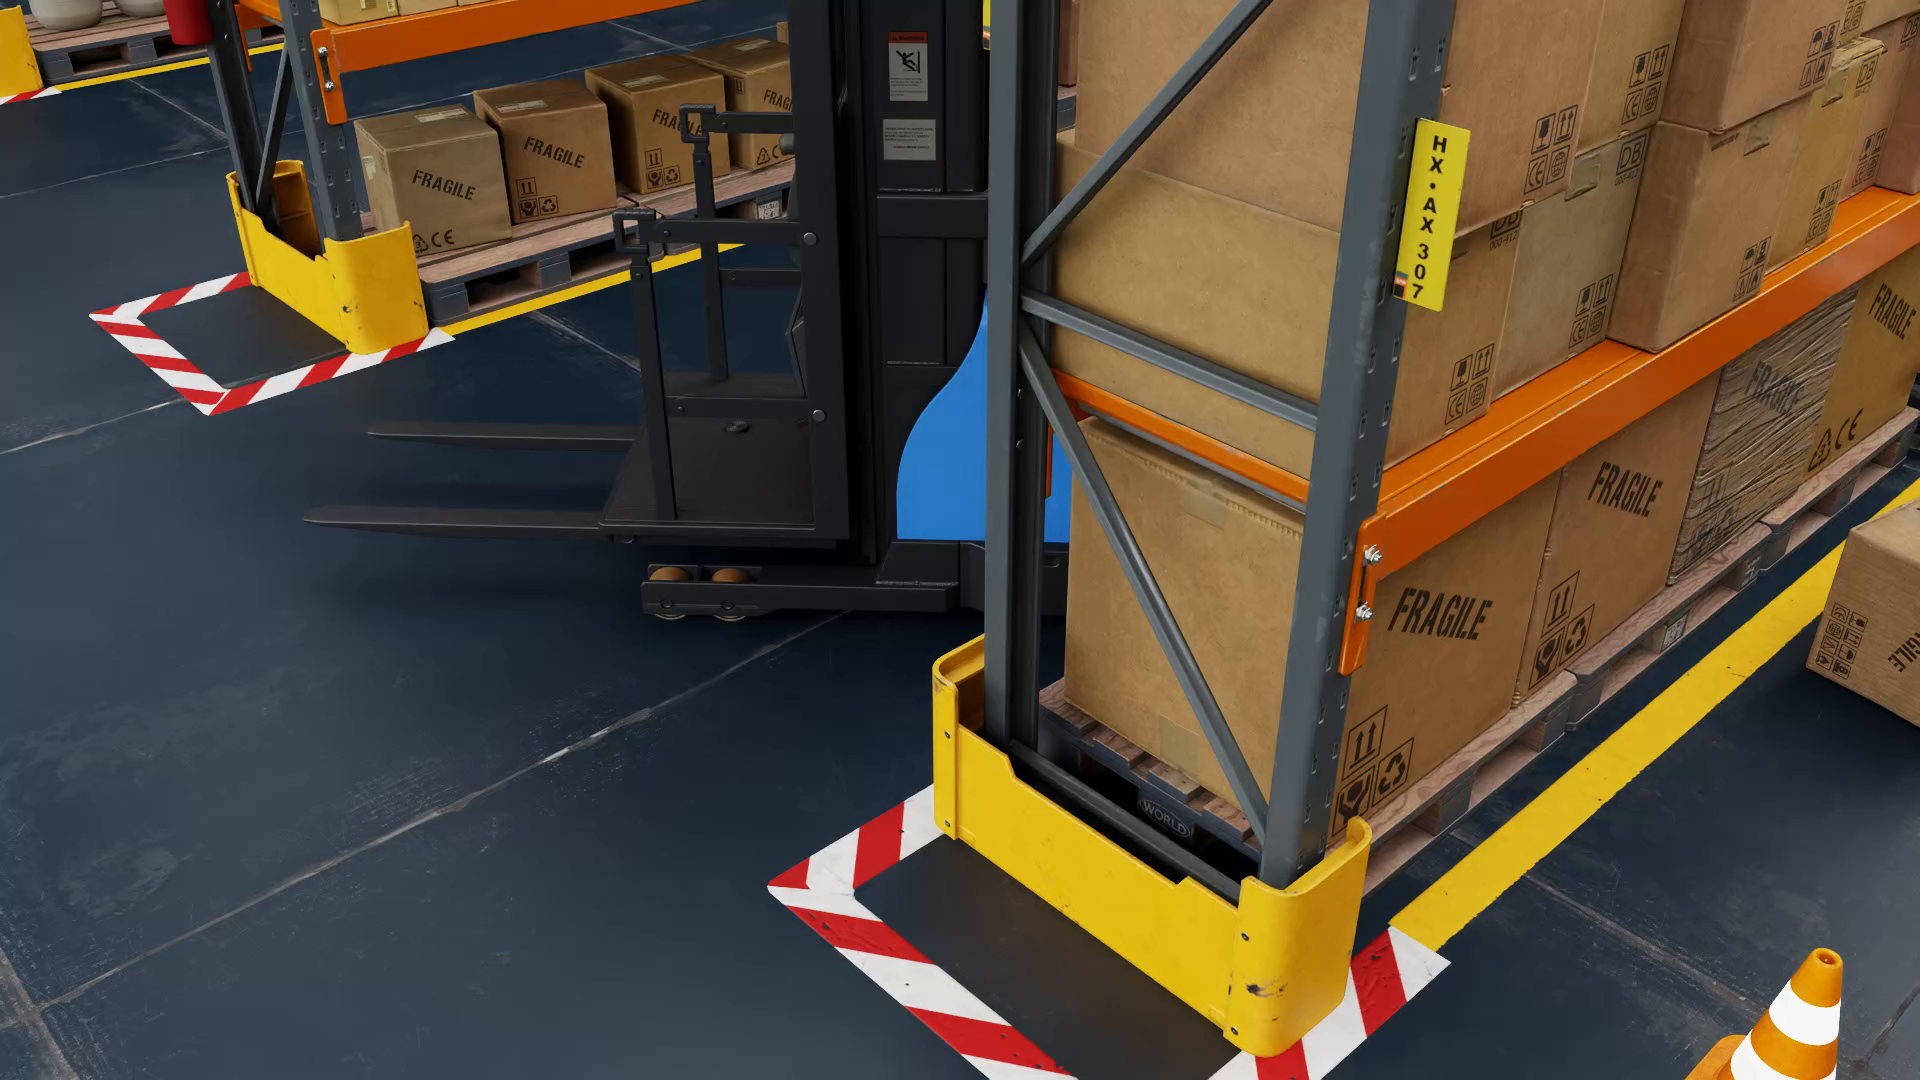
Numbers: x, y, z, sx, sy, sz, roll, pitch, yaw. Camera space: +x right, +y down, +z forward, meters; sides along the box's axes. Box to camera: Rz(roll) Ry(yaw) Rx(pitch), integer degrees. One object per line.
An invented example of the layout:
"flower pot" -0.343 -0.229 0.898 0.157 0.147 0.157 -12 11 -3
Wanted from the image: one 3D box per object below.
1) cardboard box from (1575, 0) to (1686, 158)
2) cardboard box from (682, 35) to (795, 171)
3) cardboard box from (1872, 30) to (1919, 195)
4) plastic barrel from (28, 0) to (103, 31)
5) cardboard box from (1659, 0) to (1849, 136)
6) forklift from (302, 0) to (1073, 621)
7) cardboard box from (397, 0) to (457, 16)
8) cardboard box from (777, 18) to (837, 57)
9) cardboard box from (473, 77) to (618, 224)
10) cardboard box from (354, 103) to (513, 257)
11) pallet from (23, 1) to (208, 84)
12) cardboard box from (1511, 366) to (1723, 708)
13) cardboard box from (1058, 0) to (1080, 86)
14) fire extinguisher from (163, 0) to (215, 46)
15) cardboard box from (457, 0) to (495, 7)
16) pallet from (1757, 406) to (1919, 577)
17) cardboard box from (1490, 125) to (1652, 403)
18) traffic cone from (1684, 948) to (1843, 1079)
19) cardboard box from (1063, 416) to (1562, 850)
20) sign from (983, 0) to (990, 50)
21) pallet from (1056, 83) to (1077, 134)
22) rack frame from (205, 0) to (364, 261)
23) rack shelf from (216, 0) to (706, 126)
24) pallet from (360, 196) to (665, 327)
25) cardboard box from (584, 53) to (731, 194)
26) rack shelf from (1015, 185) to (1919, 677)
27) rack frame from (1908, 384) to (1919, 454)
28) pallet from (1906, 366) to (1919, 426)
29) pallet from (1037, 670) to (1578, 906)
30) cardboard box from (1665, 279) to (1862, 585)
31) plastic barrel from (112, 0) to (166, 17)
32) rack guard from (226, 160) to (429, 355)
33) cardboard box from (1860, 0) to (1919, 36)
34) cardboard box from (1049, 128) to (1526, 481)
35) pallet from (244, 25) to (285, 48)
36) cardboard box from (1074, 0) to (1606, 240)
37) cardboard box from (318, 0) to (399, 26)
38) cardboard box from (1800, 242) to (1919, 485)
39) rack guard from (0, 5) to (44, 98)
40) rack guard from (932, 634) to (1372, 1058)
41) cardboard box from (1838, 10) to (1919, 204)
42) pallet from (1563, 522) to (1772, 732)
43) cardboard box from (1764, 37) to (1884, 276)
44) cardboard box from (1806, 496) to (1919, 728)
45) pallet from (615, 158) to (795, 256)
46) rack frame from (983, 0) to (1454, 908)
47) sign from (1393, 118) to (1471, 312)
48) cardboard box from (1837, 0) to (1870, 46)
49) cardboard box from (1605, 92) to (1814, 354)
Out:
"cardboard box" 1.083 -1.244 3.731 0.550 0.550 0.875 -26 40 -35
"cardboard box" -1.059 -2.254 8.555 0.500 0.500 0.500 25 39 35
"cardboard box" 2.726 -1.516 5.210 0.550 0.550 0.875 -26 40 -35
"plastic barrel" -5.792 -3.581 10.713 0.421 0.512 0.421 0 31 0
"cardboard box" 1.586 -1.391 3.971 0.550 0.550 0.875 -26 40 -35
"forklift" -0.624 -1.265 5.009 3.031 2.935 1.130 1 31 2
"cardboard box" -2.287 -2.290 6.860 0.250 0.149 0.380 -26 40 -35
"cardboard box" -0.657 -2.505 8.964 0.500 0.500 0.500 -13 34 -21
"cardboard box" -1.970 -1.859 7.908 0.500 0.500 0.500 -15 35 -23
"cardboard box" -2.385 -1.634 7.540 0.500 0.500 0.500 -18 36 -27
"pallet" -5.599 -3.342 11.013 1.213 0.211 1.003 -26 40 -35
"cardboard box" 1.540 -0.224 4.875 0.875 0.875 0.875 -27 40 -36
"cardboard box" 0.543 -3.055 9.846 0.700 0.500 0.500 26 40 35
"fire extinguisher" -3.252 -2.408 6.888 0.183 0.674 0.296 -26 40 -35
"cardboard box" -2.094 -2.373 6.996 0.250 0.149 0.380 -26 40 -35
"pallet" 2.766 -0.362 6.140 1.213 0.211 1.003 -26 40 -35
"cardboard box" 1.073 -0.789 4.021 0.550 0.550 0.875 -26 40 -35
"traffic cone" 1.799 1.065 3.565 0.334 0.463 0.336 -26 40 -35
"cardboard box" 0.896 0.089 4.363 0.875 0.875 0.875 -26 40 -35
"sign" 0.085 -1.180 3.468 0.005 0.325 0.100 -26 40 -35
"pallet" 0.648 -2.812 10.146 1.213 0.211 1.003 -26 40 -35
"rack frame" -2.855 -2.306 6.645 0.127 3.000 1.000 -26 40 -35
"rack shelf" -1.388 -2.708 7.993 4.000 0.370 1.077 -26 40 -35
"pallet" -2.179 -1.418 7.866 1.213 0.211 1.003 -26 40 -35
"cardboard box" -1.498 -2.074 8.259 0.500 0.500 0.500 -22 38 -31
"rack shelf" 1.910 -0.775 4.832 4.000 0.370 1.077 -26 40 -35
"rack frame" 3.377 -1.791 5.804 0.127 3.000 1.000 -26 40 -35
"pallet" 3.891 -0.904 7.026 1.213 0.211 1.003 -26 40 -35
"pallet" 0.977 0.504 4.724 1.213 0.211 1.003 -26 40 -35
"cardboard box" 2.210 -0.547 5.403 0.875 0.875 0.875 -25 40 -35
"plastic barrel" -5.424 -3.759 11.004 0.421 0.512 0.421 0 31 0
"rack guard" -2.799 -1.266 7.342 0.348 0.500 1.175 -26 40 -35
"cardboard box" 2.269 -1.820 4.672 0.550 0.550 0.875 -26 40 -35
"cardboard box" 0.685 -0.585 3.688 0.550 0.550 0.875 -26 40 -35
"pallet" -4.705 -3.772 11.717 1.213 0.211 1.003 -26 40 -35
"cardboard box" 0.742 -1.014 3.354 0.550 0.550 0.875 -26 40 -35
"cardboard box" -2.484 -2.208 6.727 0.250 0.149 0.380 -26 40 -35
"cardboard box" 2.868 -0.868 5.928 0.875 0.875 0.875 -25 39 -35
"rack guard" -6.199 -3.179 10.470 0.348 0.500 1.175 -26 40 -35
"rack guard" 0.426 0.702 4.122 0.348 0.500 1.175 -26 40 -35
"cardboard box" 2.250 -1.370 4.971 0.550 0.550 0.875 -26 40 -35
"pallet" 1.871 0.073 5.428 1.213 0.211 1.003 -26 40 -35
"cardboard box" 1.930 -1.143 4.601 0.500 0.550 0.875 -26 40 -35
"cardboard box" 2.936 0.217 4.913 0.500 0.500 0.500 -19 36 -28
"pallet" -1.285 -1.848 8.570 1.213 0.211 1.003 -26 40 -35
"rack frame" 0.444 -0.373 3.484 0.127 3.000 1.000 -26 40 -35
"sign" 0.817 -0.561 2.887 0.005 0.325 0.100 -26 40 -35
"cardboard box" 1.886 -1.629 4.360 0.500 0.550 0.875 -26 40 -35
"cardboard box" 1.569 -0.940 4.267 0.550 0.550 0.875 -26 40 -35
